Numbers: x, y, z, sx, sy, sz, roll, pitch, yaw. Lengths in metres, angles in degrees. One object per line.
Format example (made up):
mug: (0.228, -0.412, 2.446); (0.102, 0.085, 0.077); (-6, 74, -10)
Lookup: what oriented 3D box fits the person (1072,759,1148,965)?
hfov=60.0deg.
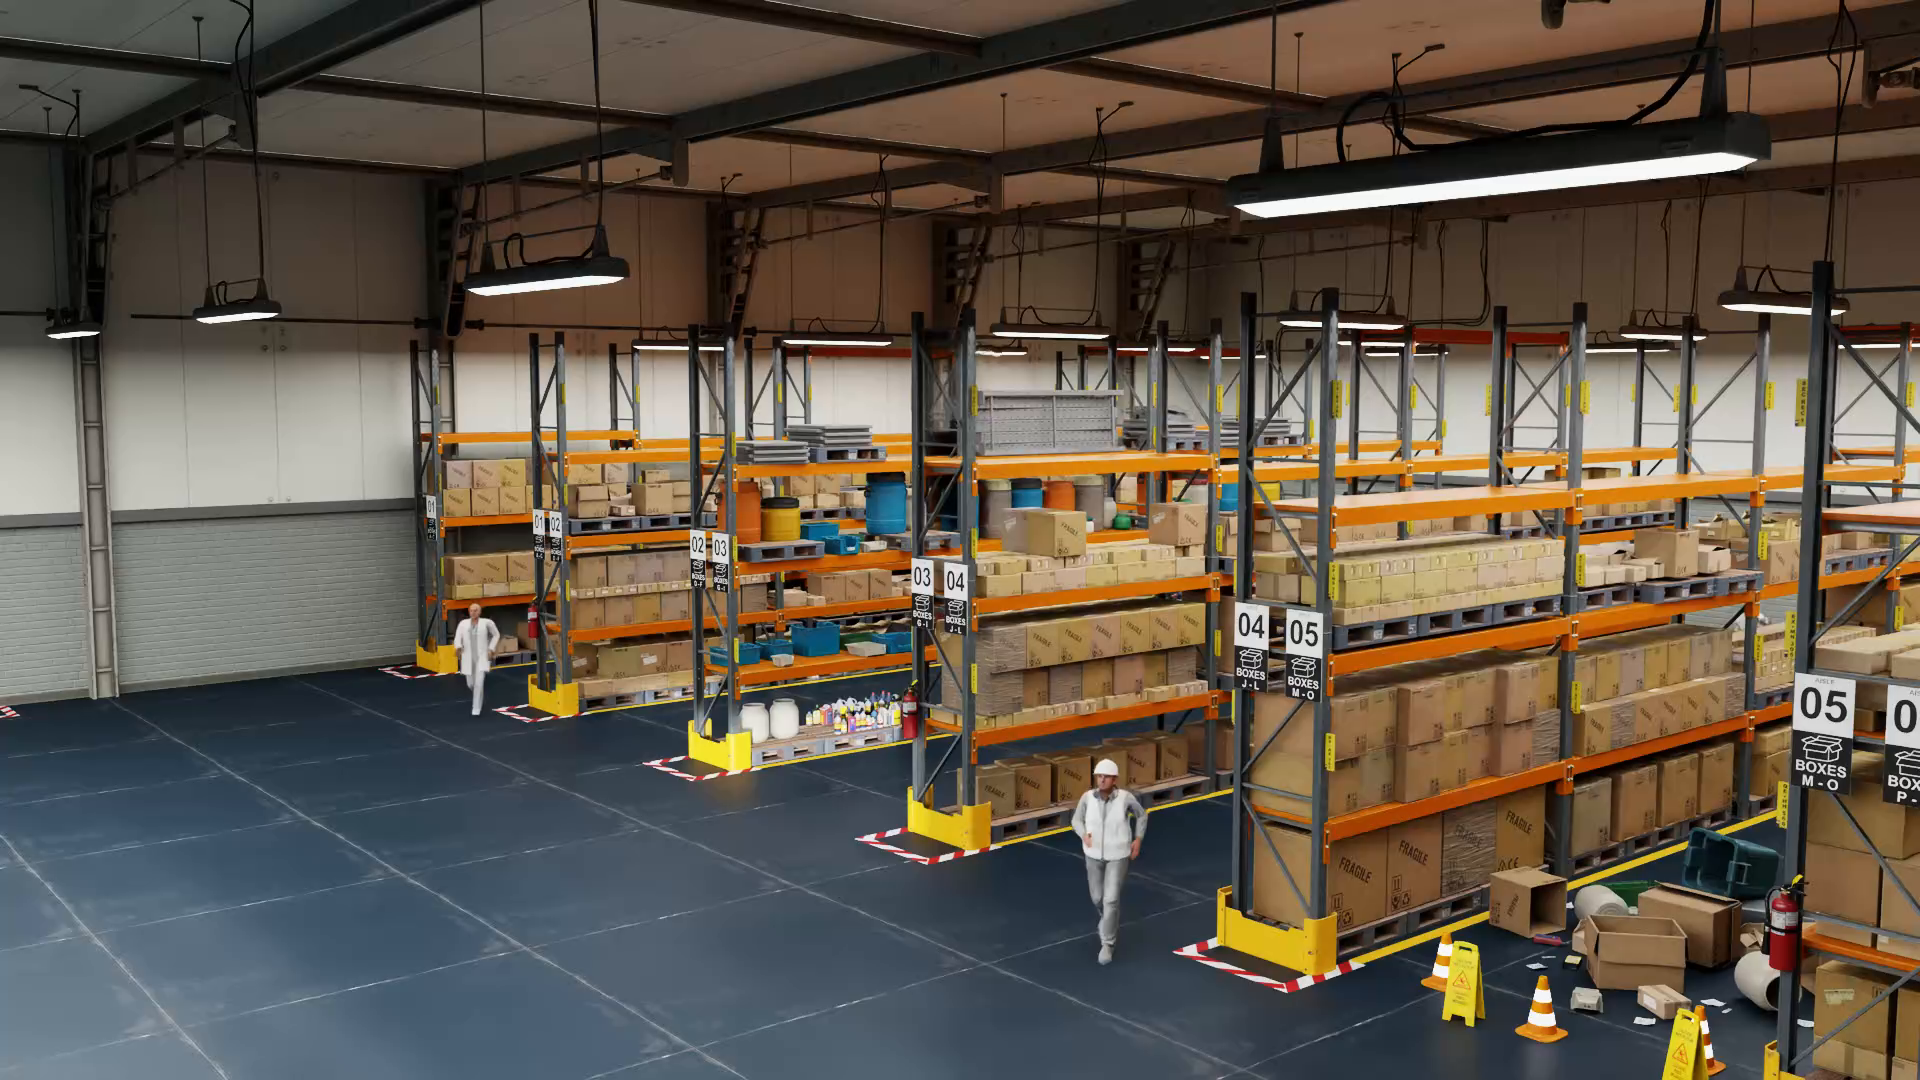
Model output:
person: (1.364, 2.878, 15.225); (0.690, 1.791, 0.849); (1, 5, 13)

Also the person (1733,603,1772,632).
person: (13.302, 1.769, 27.866); (0.641, 1.634, 0.575); (4, 7, 36)

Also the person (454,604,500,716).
person: (-7.645, 1.863, 26.367); (0.698, 1.742, 0.844); (0, 5, -5)
